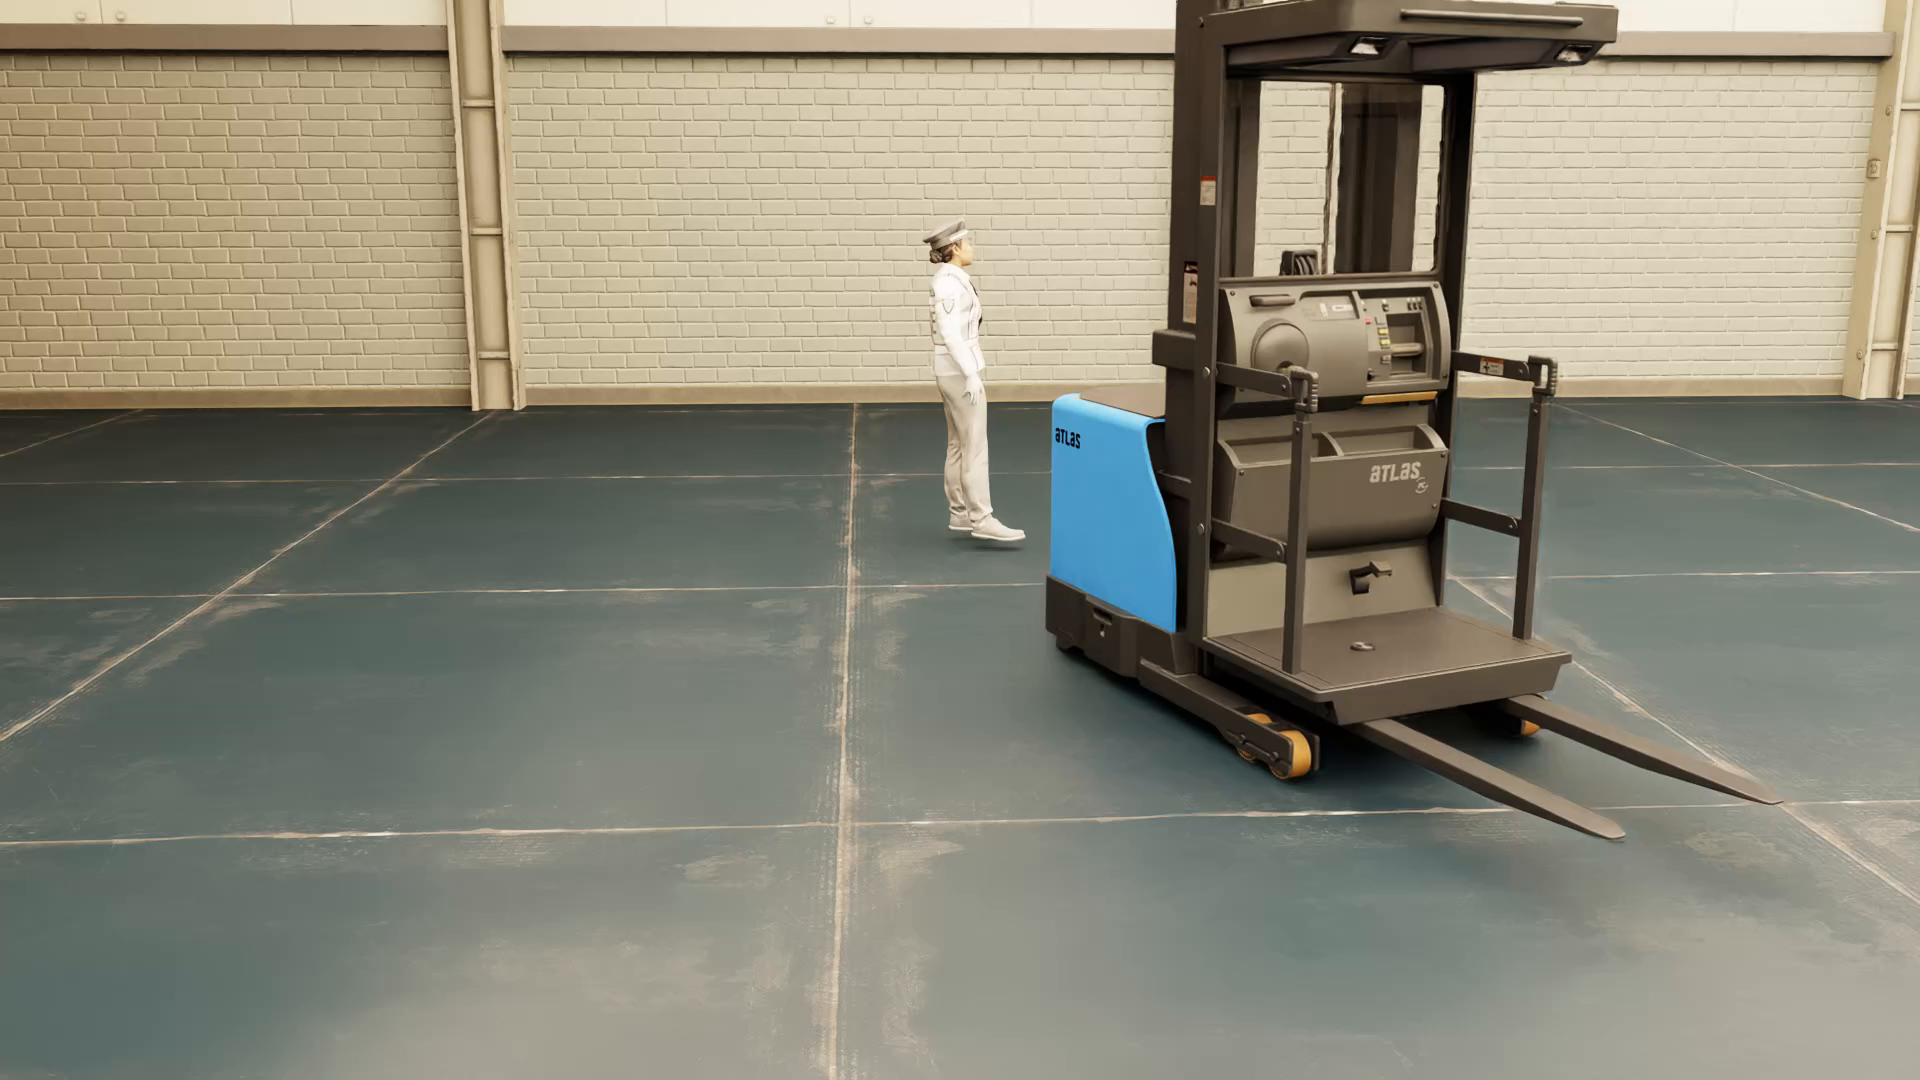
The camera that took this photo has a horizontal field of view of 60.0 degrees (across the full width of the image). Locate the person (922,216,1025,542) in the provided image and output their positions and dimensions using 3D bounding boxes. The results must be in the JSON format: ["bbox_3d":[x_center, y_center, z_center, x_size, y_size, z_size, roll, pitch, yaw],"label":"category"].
[{"bbox_3d":[0.069,-0.873,8.904,0.531,1.695,0.587,-1,13,-3],"label":"person"}]

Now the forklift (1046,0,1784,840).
[{"bbox_3d":[1.437,-0.738,5.708,1.130,2.935,3.031,-6,14,-24],"label":"forklift"}]
